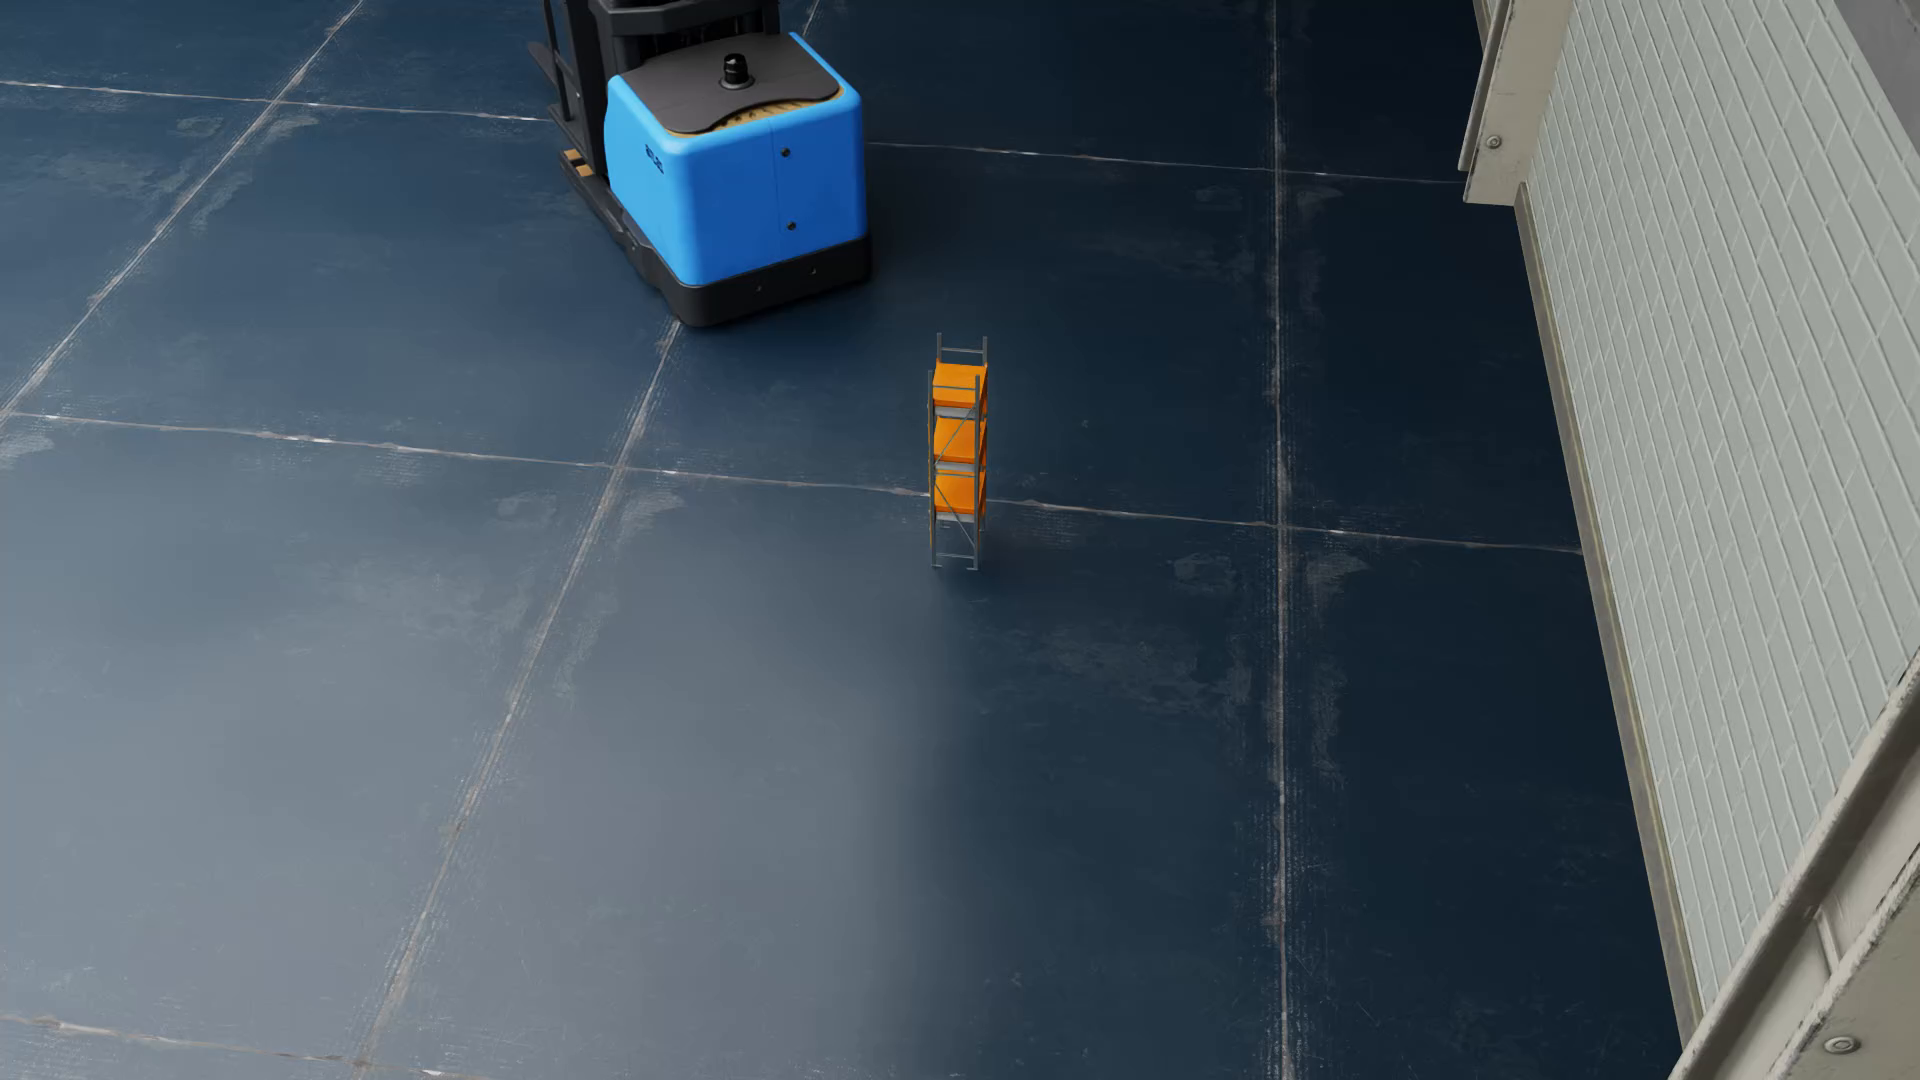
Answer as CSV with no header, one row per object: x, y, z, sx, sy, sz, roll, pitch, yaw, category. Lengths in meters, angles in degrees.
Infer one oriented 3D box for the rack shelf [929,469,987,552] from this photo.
-0.007,-0.135,7.049,0.215,0.259,0.240,5,44,6,rack shelf

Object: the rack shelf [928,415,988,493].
-0.007,-0.337,6.858,0.215,0.259,0.240,5,44,6,rack shelf

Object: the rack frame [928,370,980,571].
-0.023,-0.262,6.763,0.200,1.050,0.008,5,44,6,rack frame

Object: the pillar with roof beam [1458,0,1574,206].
-1.292,-5.655,6.677,9.100,9.000,0.400,5,44,6,pillar with roof beam

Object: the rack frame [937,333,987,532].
0.009,-0.428,6.938,0.200,1.050,0.008,5,44,6,rack frame

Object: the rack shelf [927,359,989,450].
-0.007,-0.543,6.663,0.215,0.259,0.240,5,44,6,rack shelf

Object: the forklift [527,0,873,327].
-1.609,-3.128,8.422,1.130,2.935,3.031,-21,47,-21,forklift

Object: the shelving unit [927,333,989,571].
-0.007,-0.345,6.851,0.215,1.050,0.252,5,44,6,shelving unit
